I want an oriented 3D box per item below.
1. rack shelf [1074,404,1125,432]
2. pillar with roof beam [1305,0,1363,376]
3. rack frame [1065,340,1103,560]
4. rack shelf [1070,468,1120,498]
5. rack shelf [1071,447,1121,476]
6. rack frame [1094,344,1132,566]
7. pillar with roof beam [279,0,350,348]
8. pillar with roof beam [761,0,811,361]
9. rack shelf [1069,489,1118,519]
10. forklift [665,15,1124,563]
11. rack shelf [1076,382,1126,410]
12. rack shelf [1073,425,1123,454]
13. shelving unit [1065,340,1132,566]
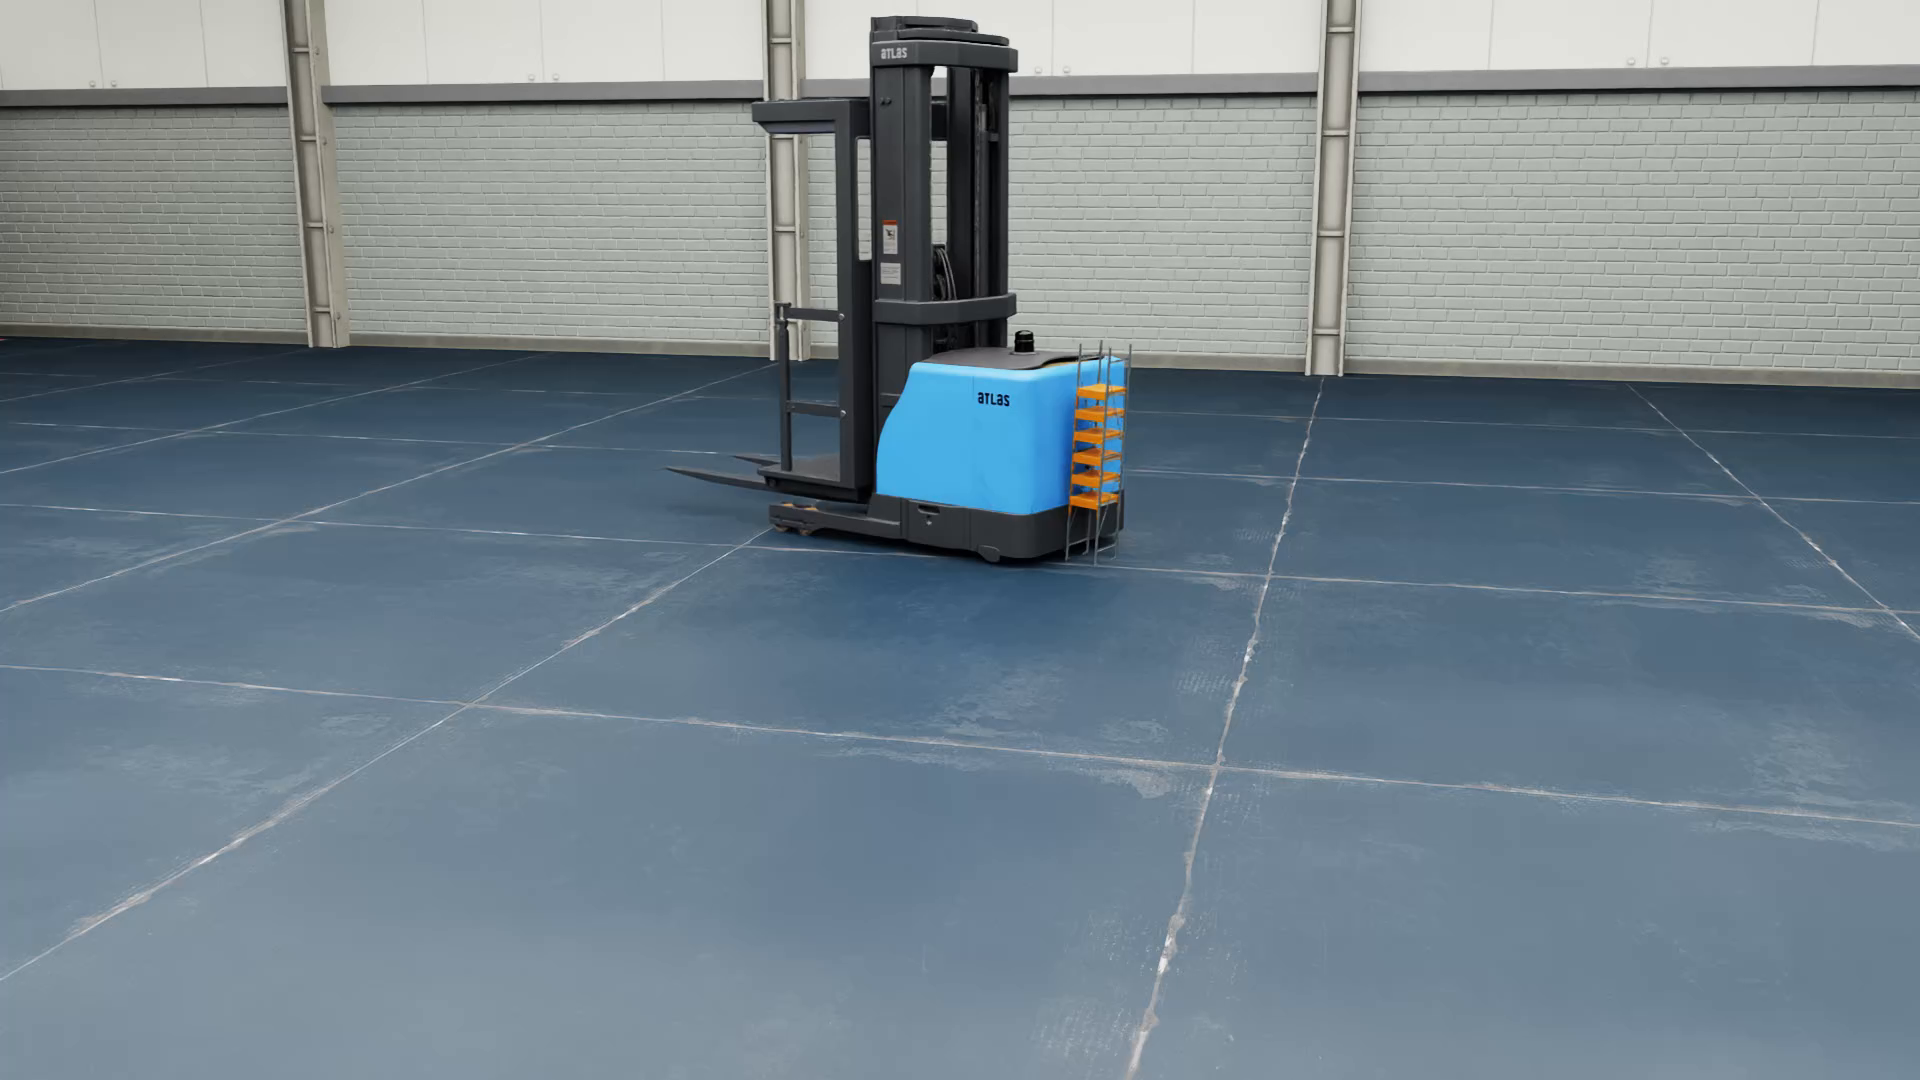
[{"bbox_3d":[0.765,-0.664,9.034,0.180,0.103,0.258,13,17,33],"label":"rack shelf"},{"bbox_3d":[2.849,-5.256,12.648,0.400,9.000,9.100,3,13,14],"label":"pillar with roof beam"},{"bbox_3d":[0.681,-0.491,9.133,0.006,1.200,0.240,13,17,33],"label":"rack frame"},{"bbox_3d":[0.748,-0.316,9.123,0.180,0.103,0.258,13,17,33],"label":"rack shelf"},{"bbox_3d":[0.754,-0.432,9.093,0.180,0.103,0.258,13,17,33],"label":"rack shelf"},{"bbox_3d":[0.830,-0.458,9.032,0.006,1.200,0.240,13,17,33],"label":"rack frame"},{"bbox_3d":[-8.801,-5.879,15.454,0.400,9.000,9.100,3,13,14],"label":"pillar with roof beam"},{"bbox_3d":[-2.976,-5.567,14.051,0.400,9.000,9.100,3,13,14],"label":"pillar with roof beam"},{"bbox_3d":[0.742,-0.200,9.153,0.180,0.103,0.258,13,17,33],"label":"rack shelf"},{"bbox_3d":[-0.523,-1.542,9.919,3.031,2.935,1.130,9,16,37],"label":"forklift"},{"bbox_3d":[0.770,-0.780,9.004,0.180,0.103,0.258,13,17,33],"label":"rack shelf"},{"bbox_3d":[0.759,-0.548,9.063,0.180,0.103,0.258,13,17,33],"label":"rack shelf"},{"bbox_3d":[0.756,-0.475,9.082,0.189,1.200,0.258,13,17,33],"label":"shelving unit"}]
